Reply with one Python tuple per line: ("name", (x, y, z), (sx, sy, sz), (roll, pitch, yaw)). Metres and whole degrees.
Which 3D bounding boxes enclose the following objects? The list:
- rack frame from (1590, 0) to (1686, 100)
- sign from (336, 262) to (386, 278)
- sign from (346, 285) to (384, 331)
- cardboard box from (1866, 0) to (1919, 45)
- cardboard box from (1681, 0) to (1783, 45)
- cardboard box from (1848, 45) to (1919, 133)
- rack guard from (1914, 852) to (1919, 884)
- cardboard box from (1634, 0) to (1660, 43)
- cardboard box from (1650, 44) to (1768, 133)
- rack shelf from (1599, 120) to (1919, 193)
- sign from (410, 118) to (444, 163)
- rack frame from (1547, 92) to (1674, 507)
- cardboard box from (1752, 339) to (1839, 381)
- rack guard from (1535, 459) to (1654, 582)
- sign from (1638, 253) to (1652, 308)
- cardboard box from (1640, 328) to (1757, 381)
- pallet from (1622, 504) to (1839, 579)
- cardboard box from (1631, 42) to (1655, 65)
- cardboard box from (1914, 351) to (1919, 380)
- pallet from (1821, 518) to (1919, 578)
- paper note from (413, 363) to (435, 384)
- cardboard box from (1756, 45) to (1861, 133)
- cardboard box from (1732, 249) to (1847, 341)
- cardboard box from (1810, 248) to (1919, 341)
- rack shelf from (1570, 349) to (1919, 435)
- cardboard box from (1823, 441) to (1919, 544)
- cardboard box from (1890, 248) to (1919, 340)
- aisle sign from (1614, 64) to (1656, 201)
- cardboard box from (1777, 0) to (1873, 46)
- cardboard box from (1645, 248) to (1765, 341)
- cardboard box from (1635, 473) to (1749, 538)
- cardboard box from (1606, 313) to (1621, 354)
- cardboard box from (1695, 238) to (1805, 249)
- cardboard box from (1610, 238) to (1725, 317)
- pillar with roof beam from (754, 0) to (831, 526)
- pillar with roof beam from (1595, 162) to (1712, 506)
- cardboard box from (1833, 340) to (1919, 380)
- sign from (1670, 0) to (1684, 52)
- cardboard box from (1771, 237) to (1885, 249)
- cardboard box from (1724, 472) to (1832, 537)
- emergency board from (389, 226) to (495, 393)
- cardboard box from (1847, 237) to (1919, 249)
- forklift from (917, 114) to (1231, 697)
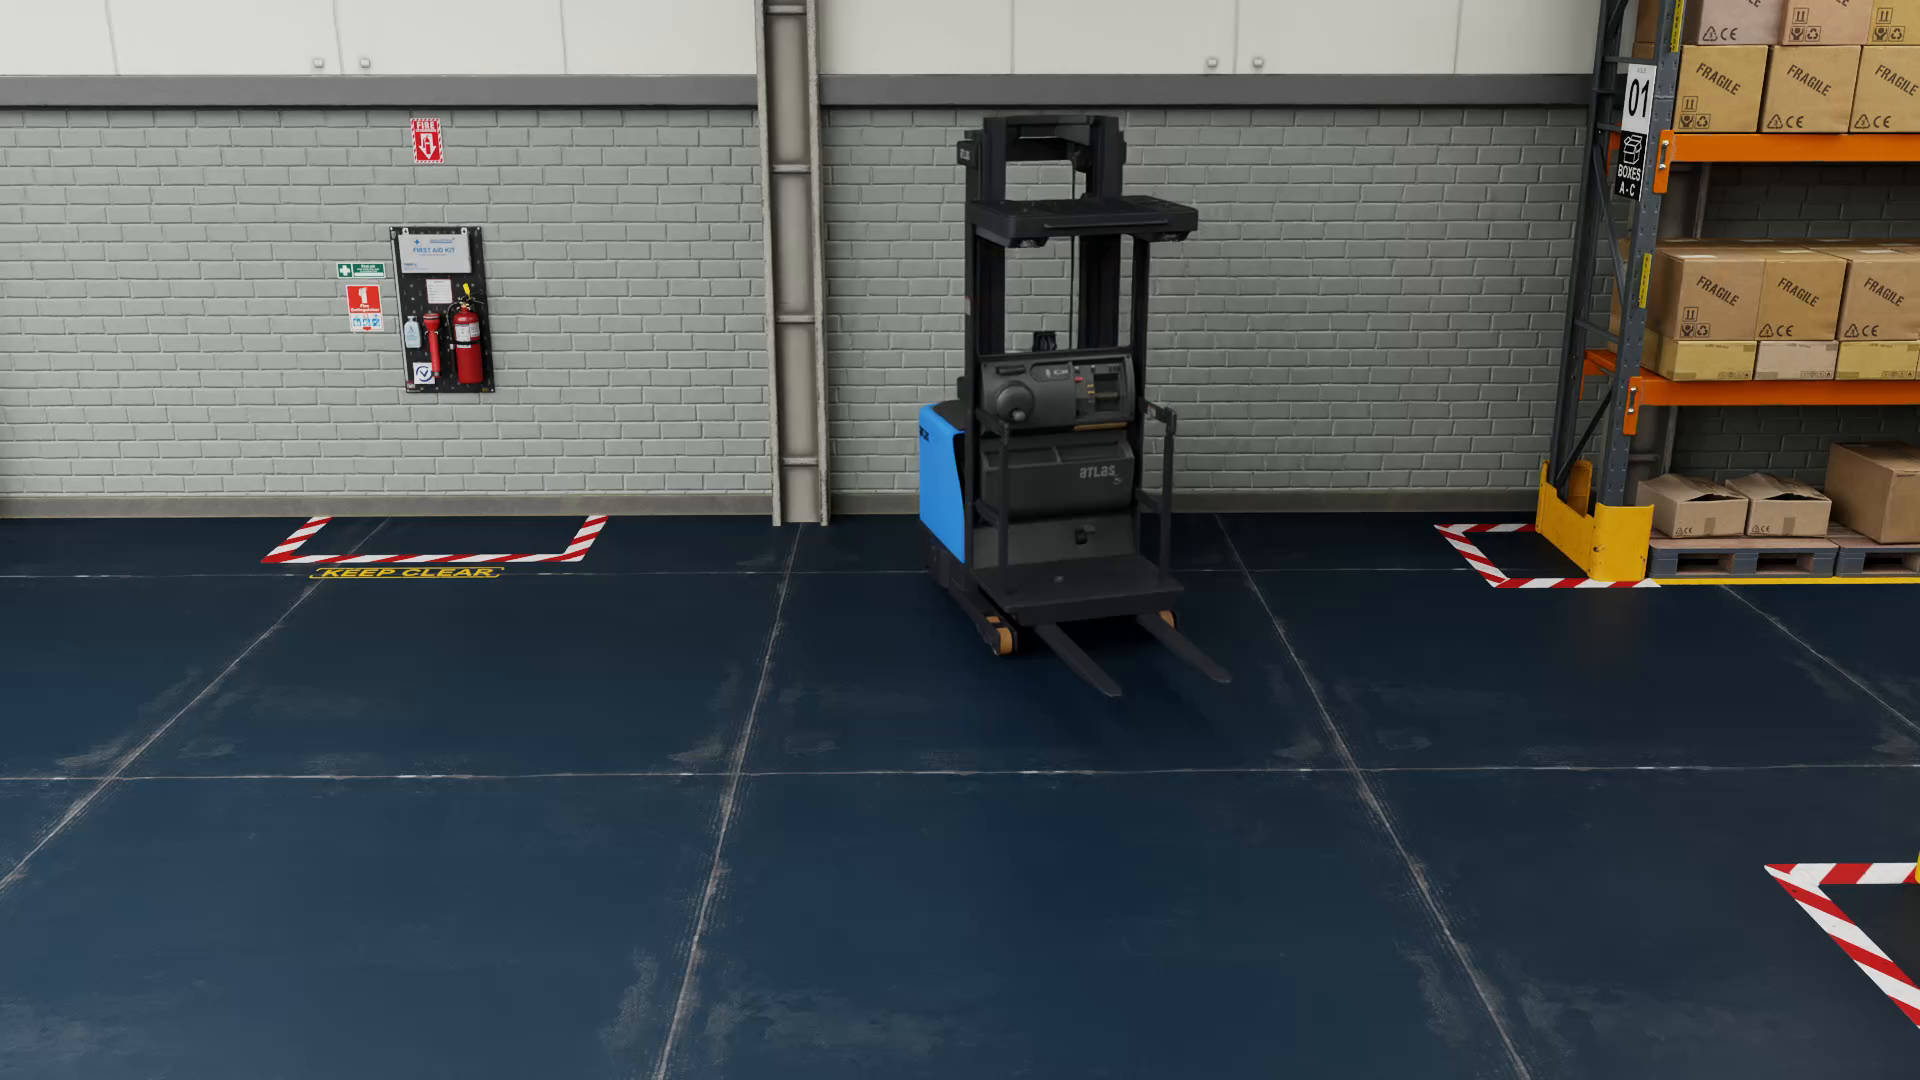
("rack frame", (4.174, -4.195, 9.893), (0.127, 3.000, 1.000), (0, 18, -1))
("sign", (-4.160, -1.872, 11.548), (0.331, 0.109, 0.001), (0, 18, -1))
("sign", (-4.165, -1.623, 11.637), (0.234, 0.329, 0.001), (0, 18, -1))
("cardboard box", (5.578, -3.221, 9.933), (0.500, 0.500, 0.500), (0, 18, 1))
("cardboard box", (4.563, -3.228, 9.955), (0.500, 0.500, 0.500), (-2, 18, -5))
("cardboard box", (5.569, -2.745, 10.086), (0.500, 0.500, 0.500), (1, 18, 2))
("rack guard", (4.232, 1.365, 6.475), (0.348, 0.500, 1.175), (0, 18, -1))
("cardboard box", (4.601, -3.382, 10.436), (0.500, 0.500, 0.500), (1, 18, 2))
("cardboard box", (4.513, -2.749, 10.100), (0.500, 0.500, 0.500), (0, 18, 1))
("rack shelf", (6.174, -2.434, 10.491), (4.000, 0.370, 1.077), (0, 18, -1))
("sign", (-3.620, -2.711, 11.293), (0.199, 0.298, 0.001), (0, 18, -1))
("rack frame", (4.174, -1.339, 10.810), (0.127, 3.000, 1.000), (0, 18, -1))
("cardboard box", (5.186, -1.189, 10.556), (0.500, 0.250, 0.500), (-1, 18, -3))
("rack guard", (4.250, -0.149, 11.193), (0.348, 0.500, 1.175), (0, 18, -1))
("sign", (4.183, -1.585, 10.161), (0.005, 0.325, 0.100), (0, 18, -1))
("cardboard box", (4.667, -1.182, 10.534), (0.500, 0.250, 0.500), (-1, 18, -2))
("pallet", (5.063, -0.004, 11.215), (1.213, 0.211, 1.003), (0, 18, -1))
("cardboard box", (4.588, -2.903, 10.580), (0.500, 0.500, 0.500), (1, 18, 3))
("cardboard box", (6.201, -1.191, 10.563), (0.500, 0.250, 0.500), (0, 18, 0))
("pallet", (6.280, -0.009, 11.231), (1.213, 0.211, 1.003), (0, 18, -1))
("paper note", (-3.788, -1.178, 11.750), (0.142, 0.148, 0.016), (0, 18, -1))
("cardboard box", (5.050, -2.741, 10.074), (0.500, 0.500, 0.500), (1, 18, 3))
("cardboard box", (5.151, -1.544, 10.434), (0.500, 0.500, 0.500), (0, 18, -1))
("cardboard box", (5.667, -1.544, 10.436), (0.500, 0.500, 0.500), (-1, 18, -3))
("rack shelf", (6.174, -1.006, 10.950), (4.000, 0.370, 1.077), (0, 18, -1))
("cardboard box", (6.172, -0.325, 11.021), (0.500, 0.500, 0.700), (-1, 18, -4))
("cardboard box", (6.183, -1.550, 10.455), (0.500, 0.500, 0.500), (0, 18, 1))
("aisle sign", (4.107, -2.484, 10.126), (0.004, 0.787, 0.394), (0, 18, -1))
("cardboard box", (5.066, -3.215, 9.914), (0.500, 0.500, 0.500), (0, 18, -1))
("cardboard box", (4.656, -1.544, 10.436), (0.500, 0.500, 0.500), (0, 18, -1))
("cardboard box", (4.868, -0.244, 11.078), (0.500, 0.311, 0.500), (-2, 18, -7))
("cardboard box", (4.639, -1.338, 11.021), (0.500, 0.250, 0.500), (0, 18, 0))
("cardboard box", (5.146, -1.700, 10.923), (0.500, 0.500, 0.500), (0, 18, 0))
("cardboard box", (4.642, -1.701, 10.924), (0.500, 0.500, 0.500), (0, 18, -1))
("pillar with roof beam", (-1.071, -3.119, 6.538), (0.400, 9.000, 9.100), (0, 18, -1))
("pillar with roof beam", (4.929, -3.148, 6.629), (0.400, 9.000, 9.100), (0, 18, -1))
("cardboard box", (5.696, -1.190, 10.558), (0.500, 0.250, 0.500), (-1, 18, -2))
("sign", (4.183, -3.017, 9.701), (0.005, 0.325, 0.100), (0, 18, -1))
("cardboard box", (5.663, -1.704, 10.934), (0.500, 0.500, 0.500), (-1, 18, -2))
("cardboard box", (5.438, -0.246, 11.086), (0.500, 0.311, 0.500), (1, 18, 4))
("emergency board", (-3.610, -1.577, 11.553), (0.643, 1.169, 0.194), (0, 18, -1))
("cardboard box", (6.166, -1.707, 10.942), (0.500, 0.500, 0.500), (0, 18, 0))
("forklift", (0.636, -0.869, 9.458), (1.130, 2.935, 3.031), (-5, 19, -16))
